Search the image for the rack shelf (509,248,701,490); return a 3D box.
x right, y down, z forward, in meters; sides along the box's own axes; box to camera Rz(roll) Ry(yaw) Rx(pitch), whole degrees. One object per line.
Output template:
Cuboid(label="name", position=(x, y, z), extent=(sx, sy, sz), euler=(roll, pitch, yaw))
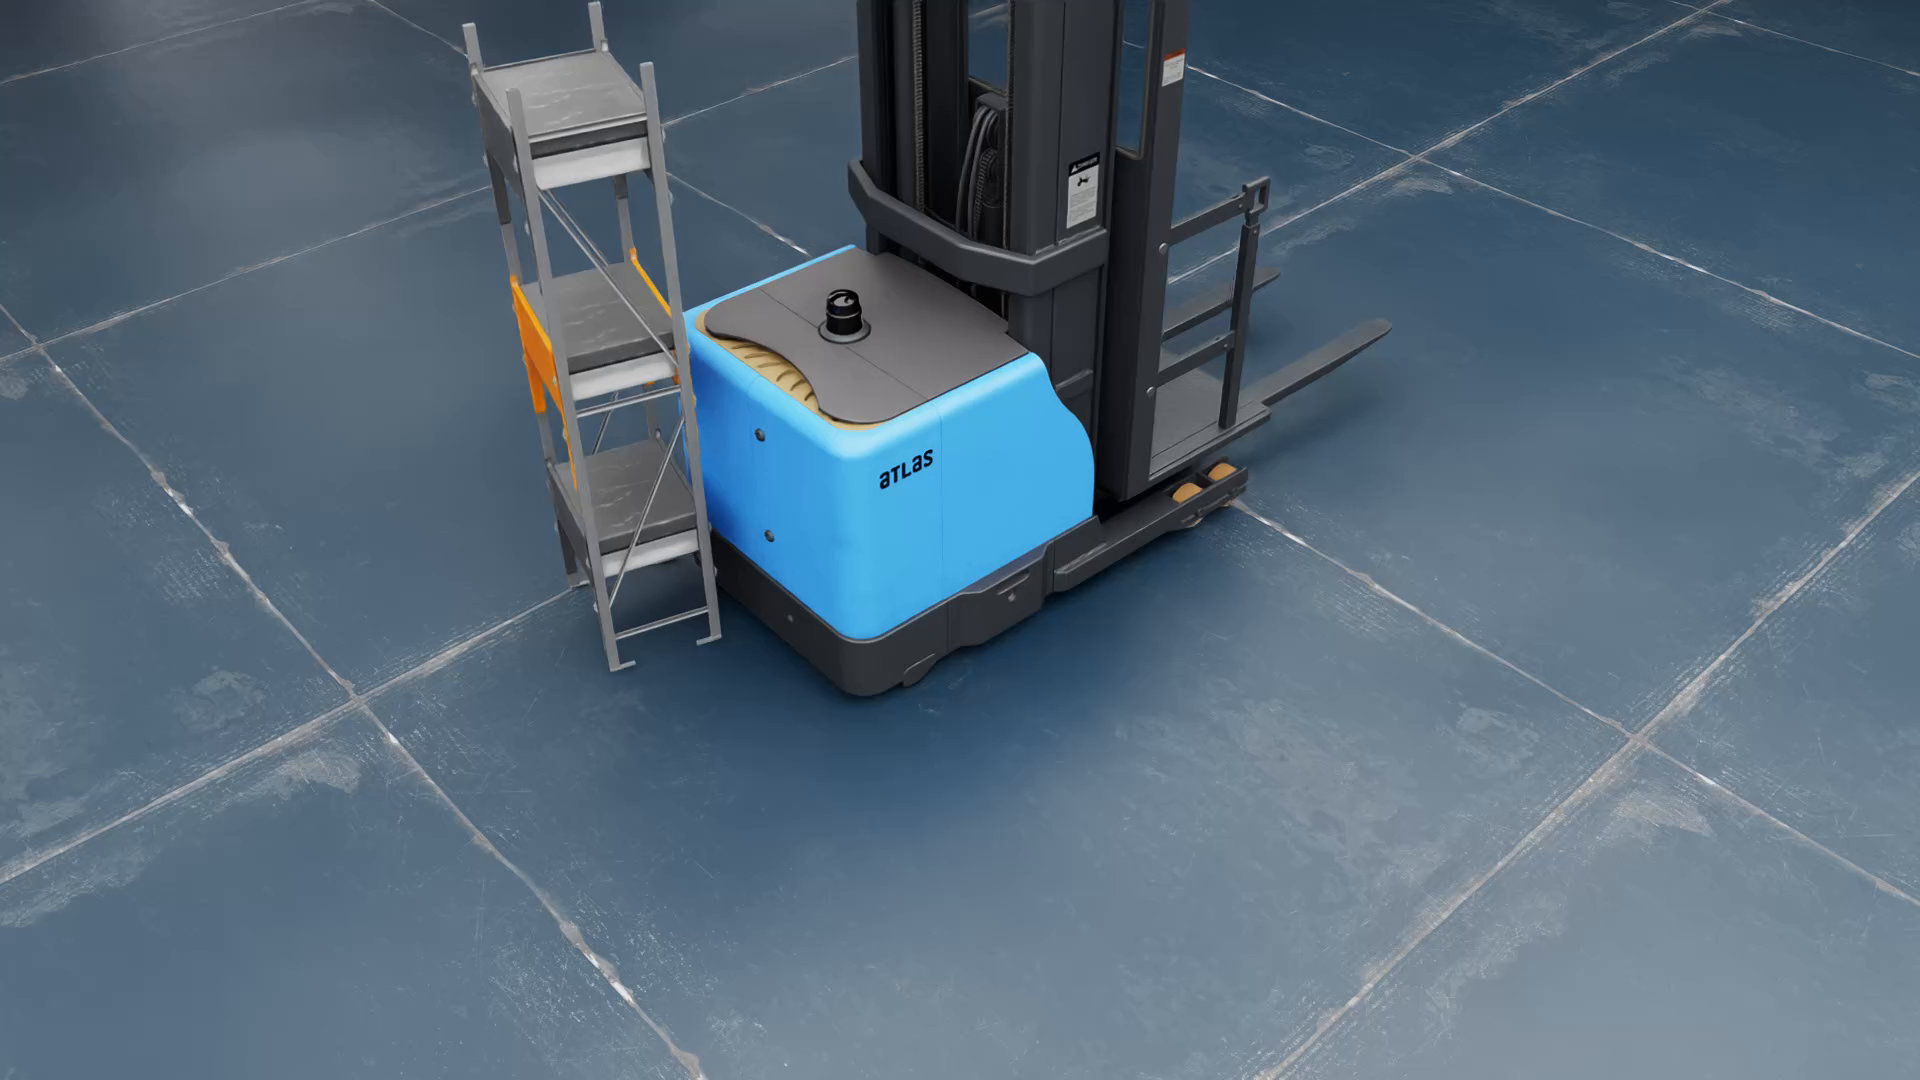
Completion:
Cuboid(label="rack shelf", position=(-1.124, -0.548, 5.279), extent=(0.431, 0.518, 0.480), euler=(-17, 42, -20))

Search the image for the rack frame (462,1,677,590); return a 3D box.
Cuboid(label="rack frame", position=(-1.232, -0.696, 5.441), extent=(0.400, 2.100, 0.015), euler=(-17, 42, -20))

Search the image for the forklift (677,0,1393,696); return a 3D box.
Cuboid(label="forklift", position=(0.472, -1.413, 5.667), extent=(3.031, 2.935, 1.130), euler=(-29, 47, -31))

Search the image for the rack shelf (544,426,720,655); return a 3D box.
Cuboid(label="rack shelf", position=(-1.124, -0.004, 5.719), extent=(0.431, 0.518, 0.480), euler=(-17, 42, -20))

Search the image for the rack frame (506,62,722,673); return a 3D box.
Cuboid(label="rack frame", position=(-1.015, -0.422, 5.100), extent=(0.400, 2.100, 0.015), euler=(-17, 42, -20))

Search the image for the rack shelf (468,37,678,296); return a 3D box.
Cuboid(label="rack shelf", position=(-1.123, -1.093, 4.839), extent=(0.431, 0.518, 0.480), euler=(-17, 42, -20))

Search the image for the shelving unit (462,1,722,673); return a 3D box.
Cuboid(label="shelving unit", position=(-1.124, -0.559, 5.270), extent=(0.431, 2.100, 0.503), euler=(-17, 42, -20))
